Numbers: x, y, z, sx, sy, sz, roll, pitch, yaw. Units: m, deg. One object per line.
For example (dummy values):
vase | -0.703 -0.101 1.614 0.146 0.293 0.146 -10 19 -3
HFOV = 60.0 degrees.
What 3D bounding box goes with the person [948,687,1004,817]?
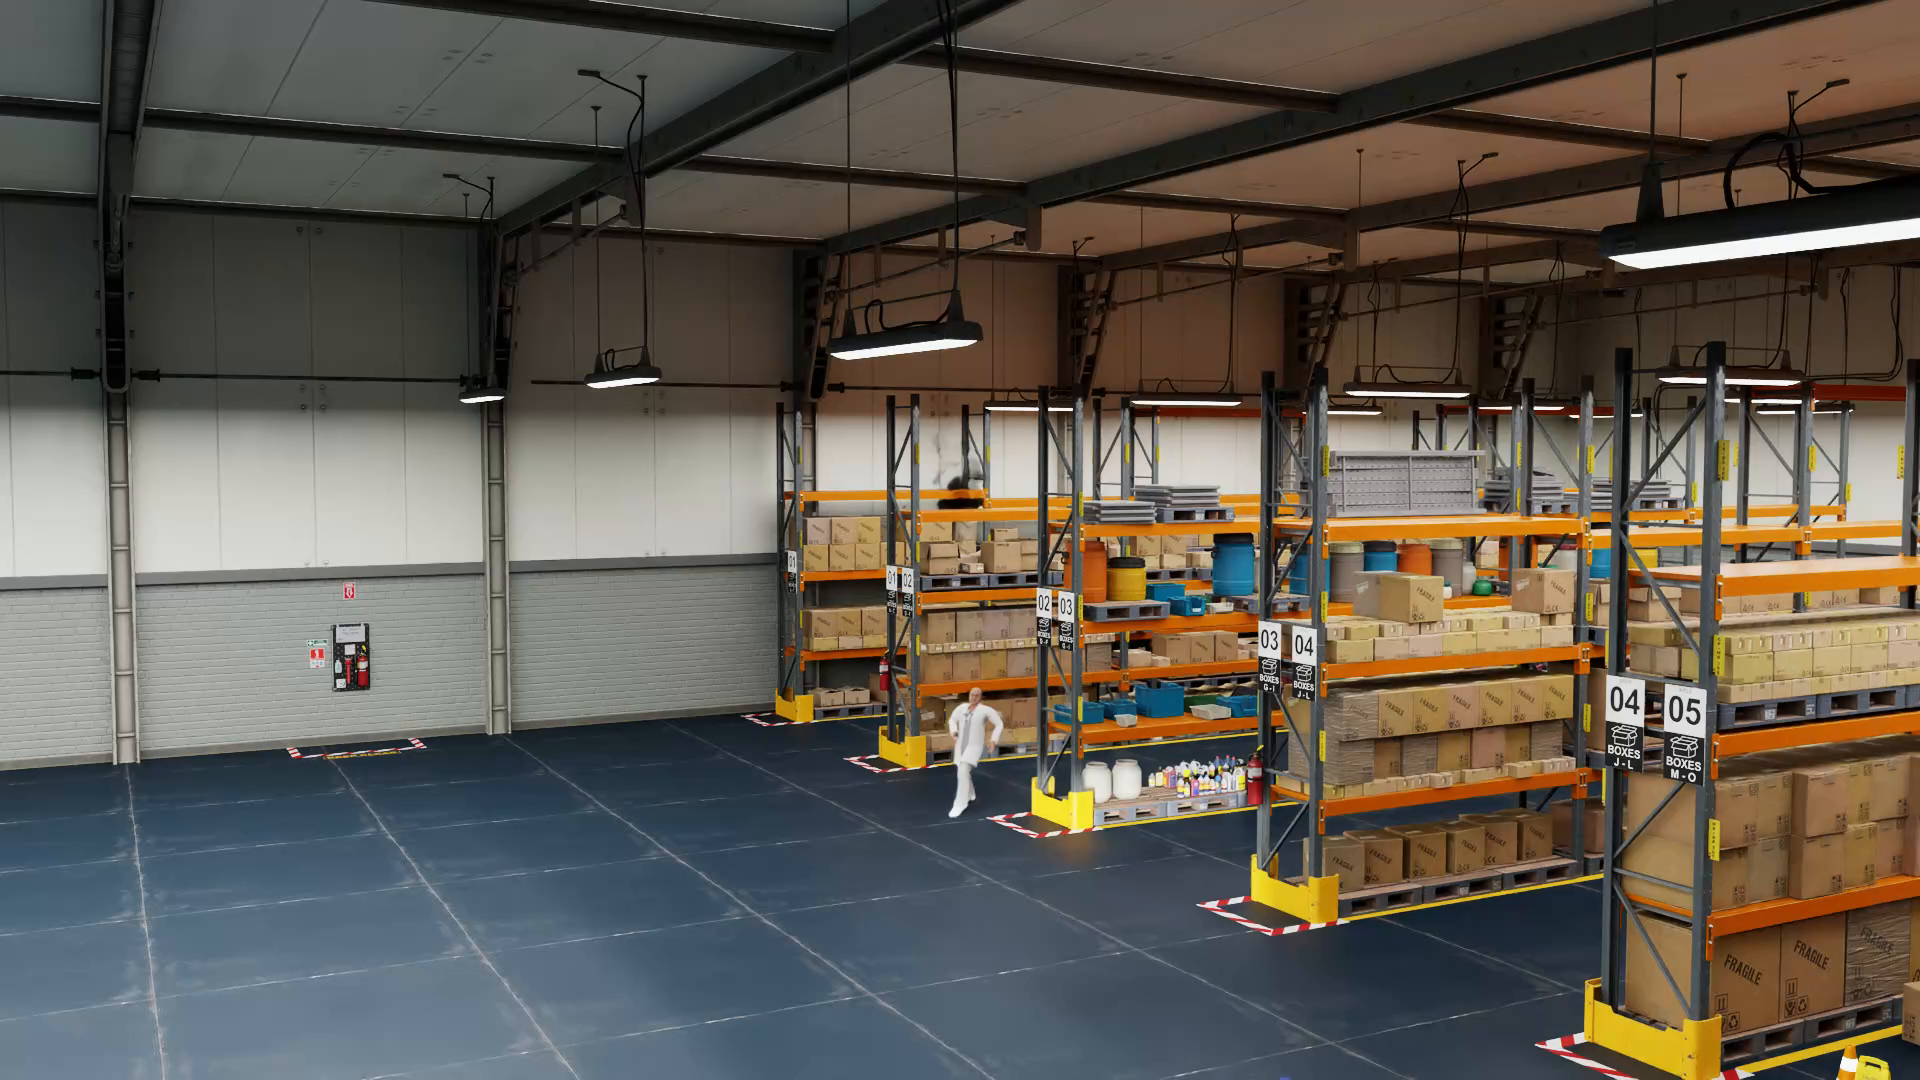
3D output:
person | 0.176 2.967 23.384 0.773 1.816 0.788 2 4 33
